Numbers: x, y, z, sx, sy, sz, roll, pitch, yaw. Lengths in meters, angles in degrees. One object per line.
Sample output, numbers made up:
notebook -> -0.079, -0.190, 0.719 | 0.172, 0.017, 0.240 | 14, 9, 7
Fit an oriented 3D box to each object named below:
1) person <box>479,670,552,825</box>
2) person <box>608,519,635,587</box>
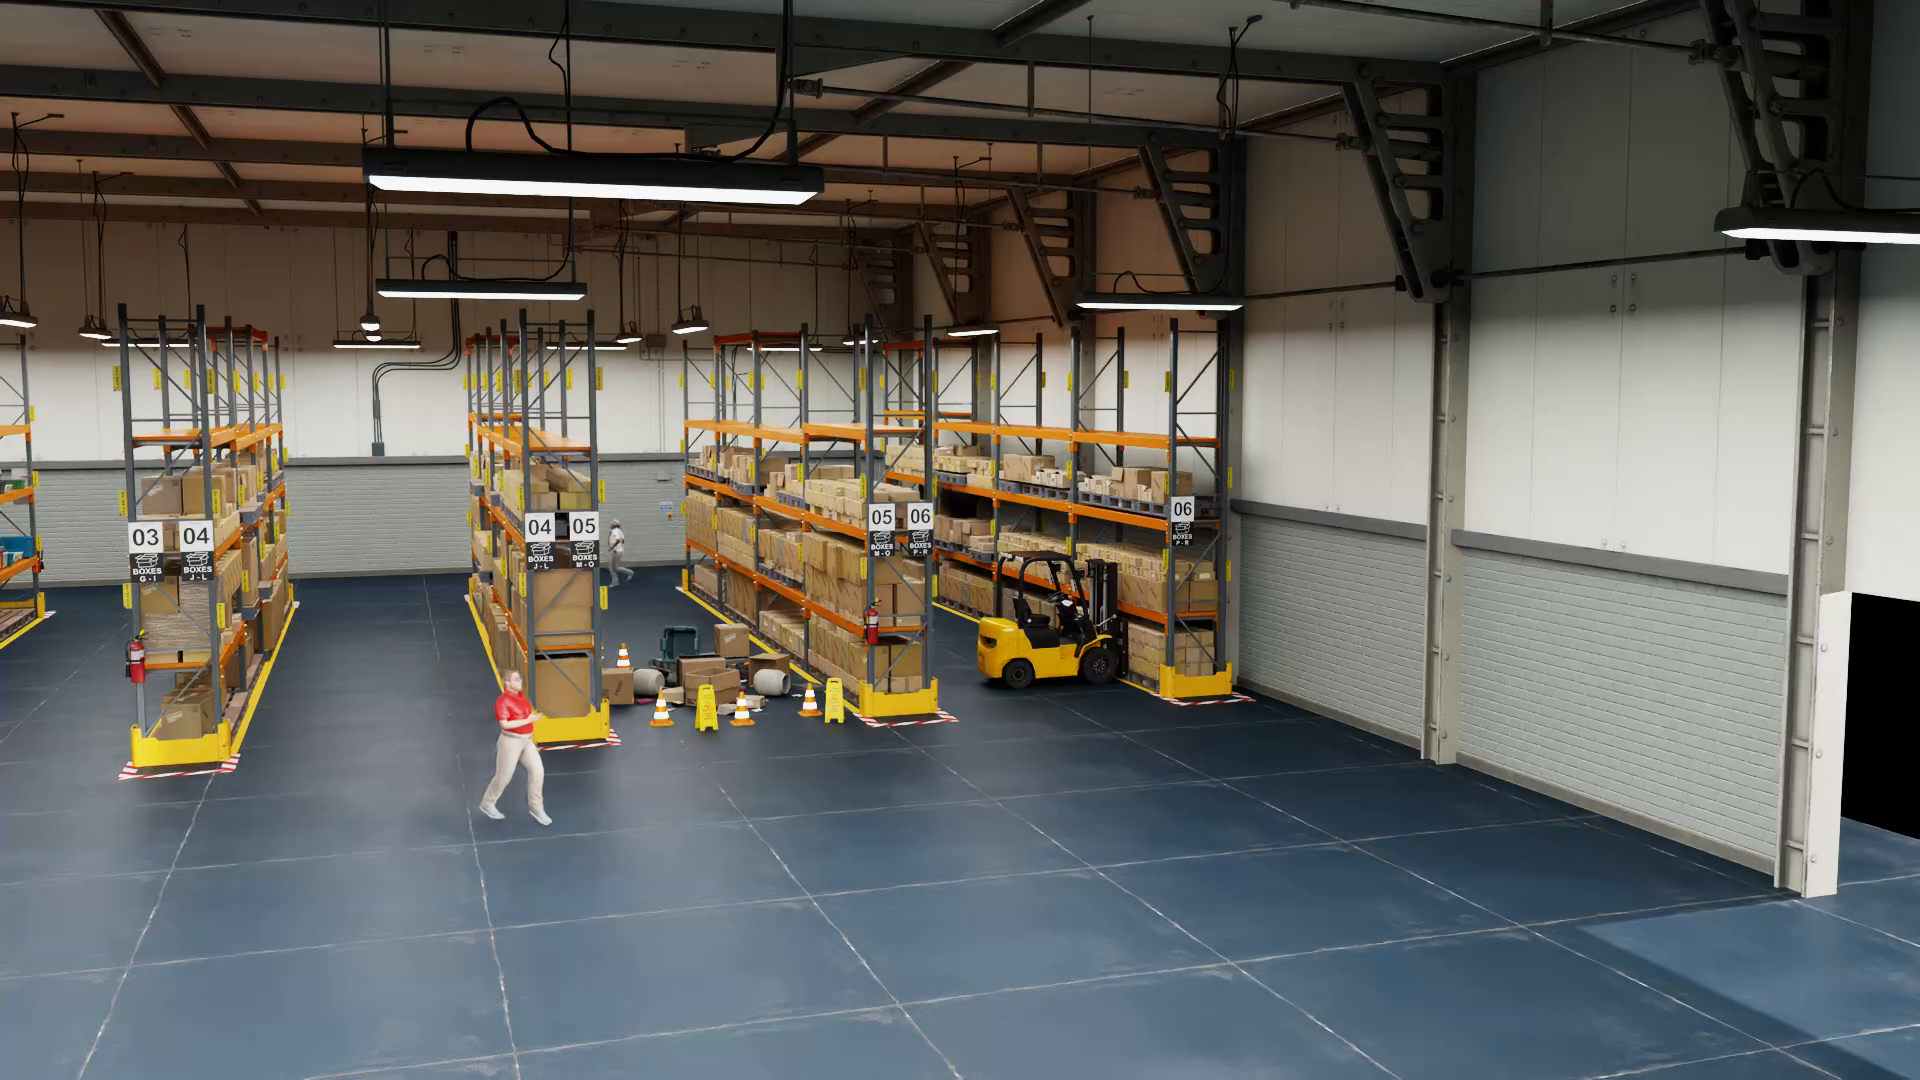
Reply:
person -> -5.061, 2.357, 18.856 | 0.824, 1.790, 0.640 | 2, 6, 19
person -> -8.309, 0.322, 40.735 | 0.690, 1.709, 0.575 | 0, 5, -2
